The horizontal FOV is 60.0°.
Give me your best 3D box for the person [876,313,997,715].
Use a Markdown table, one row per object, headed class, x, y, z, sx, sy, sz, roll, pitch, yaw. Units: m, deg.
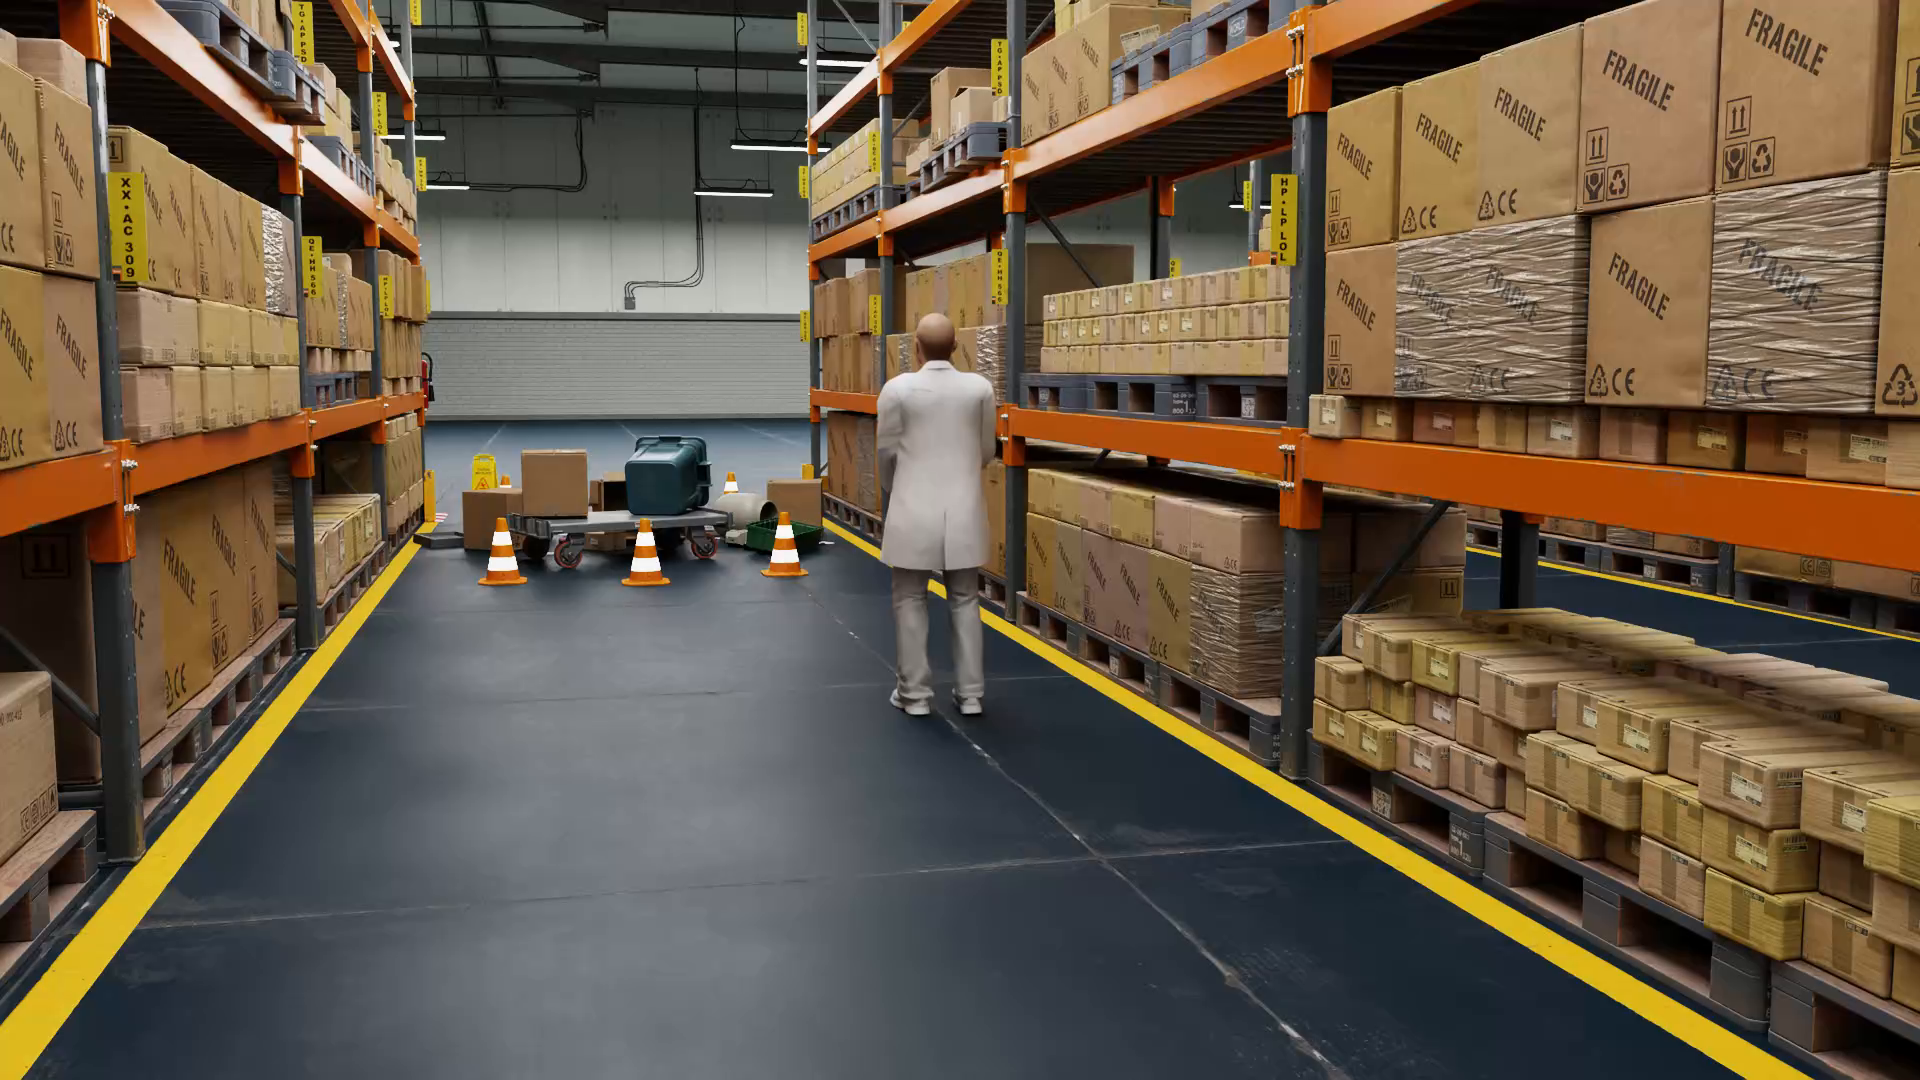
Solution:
| class | x | y | z | sx | sy | sz | roll | pitch | yaw |
| --- | --- | --- | --- | --- | --- | --- | --- | --- | --- |
| person | -0.127 | -0.122 | 7.513 | 0.548 | 1.780 | 0.535 | -1 | 6 | -13 |
